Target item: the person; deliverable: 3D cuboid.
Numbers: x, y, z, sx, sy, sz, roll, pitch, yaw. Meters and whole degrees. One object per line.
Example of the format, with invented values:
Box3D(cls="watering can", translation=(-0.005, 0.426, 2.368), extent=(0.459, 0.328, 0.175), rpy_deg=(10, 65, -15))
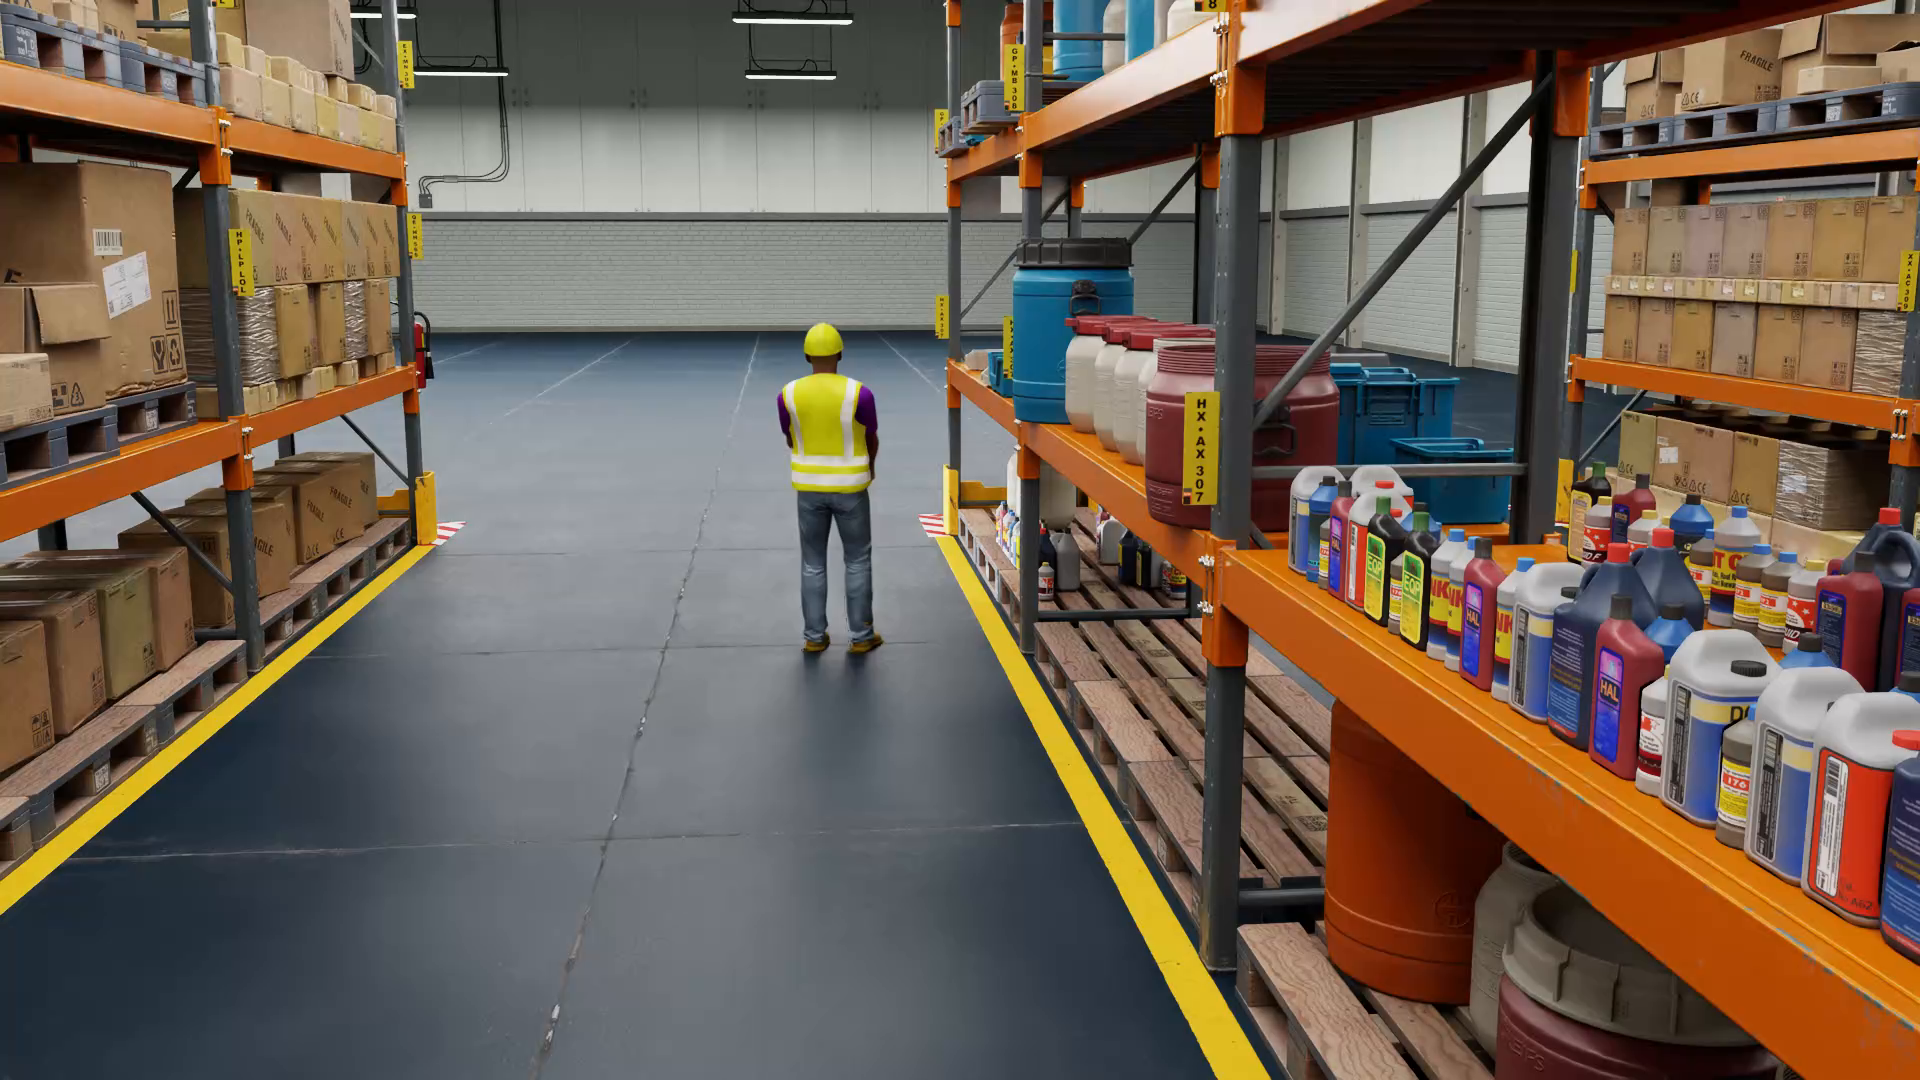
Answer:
Box3D(cls="person", translation=(-0.683, -0.288, 8.969), extent=(0.520, 1.771, 0.566), rpy_deg=(1, 10, 8))
